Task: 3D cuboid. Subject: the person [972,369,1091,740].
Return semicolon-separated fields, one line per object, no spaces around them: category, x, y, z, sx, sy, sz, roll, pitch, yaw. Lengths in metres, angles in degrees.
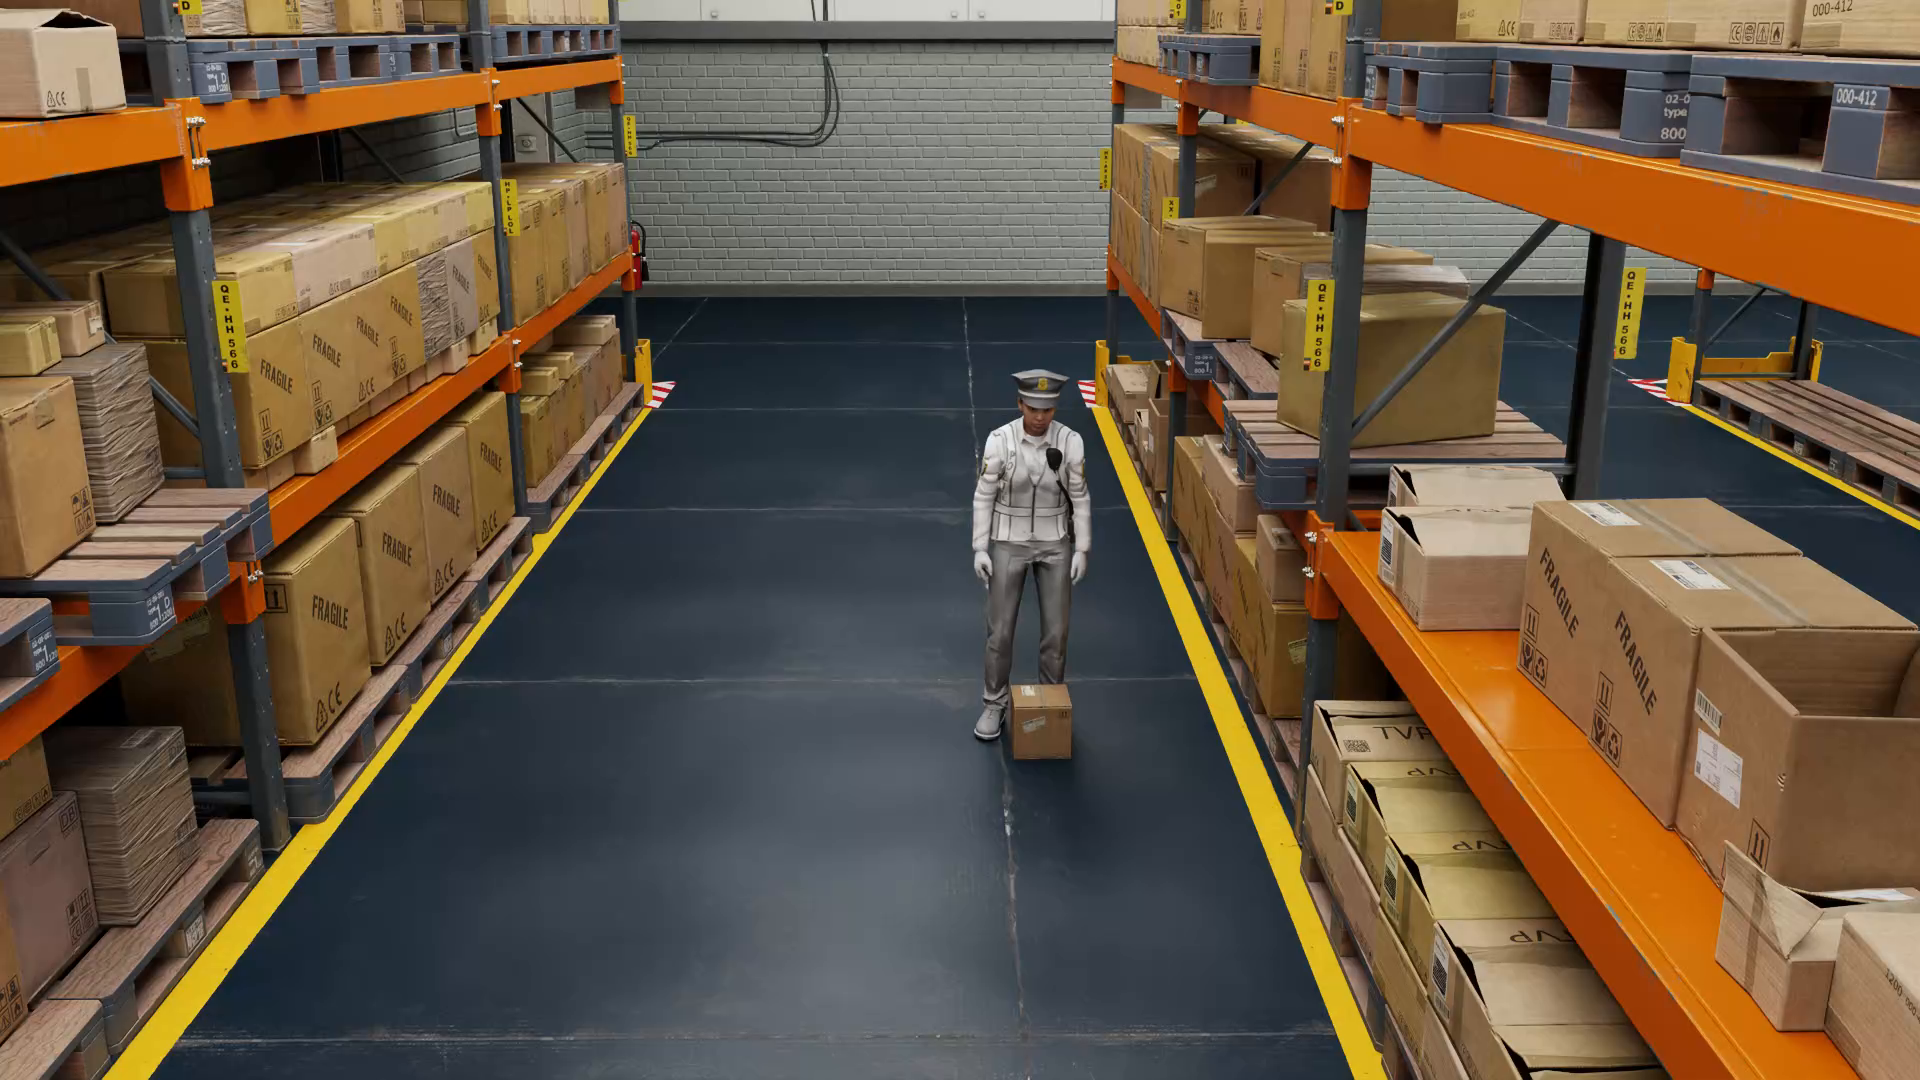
person;0.317;0.056;7.361;0.526;1.663;0.375;0;17;-1
